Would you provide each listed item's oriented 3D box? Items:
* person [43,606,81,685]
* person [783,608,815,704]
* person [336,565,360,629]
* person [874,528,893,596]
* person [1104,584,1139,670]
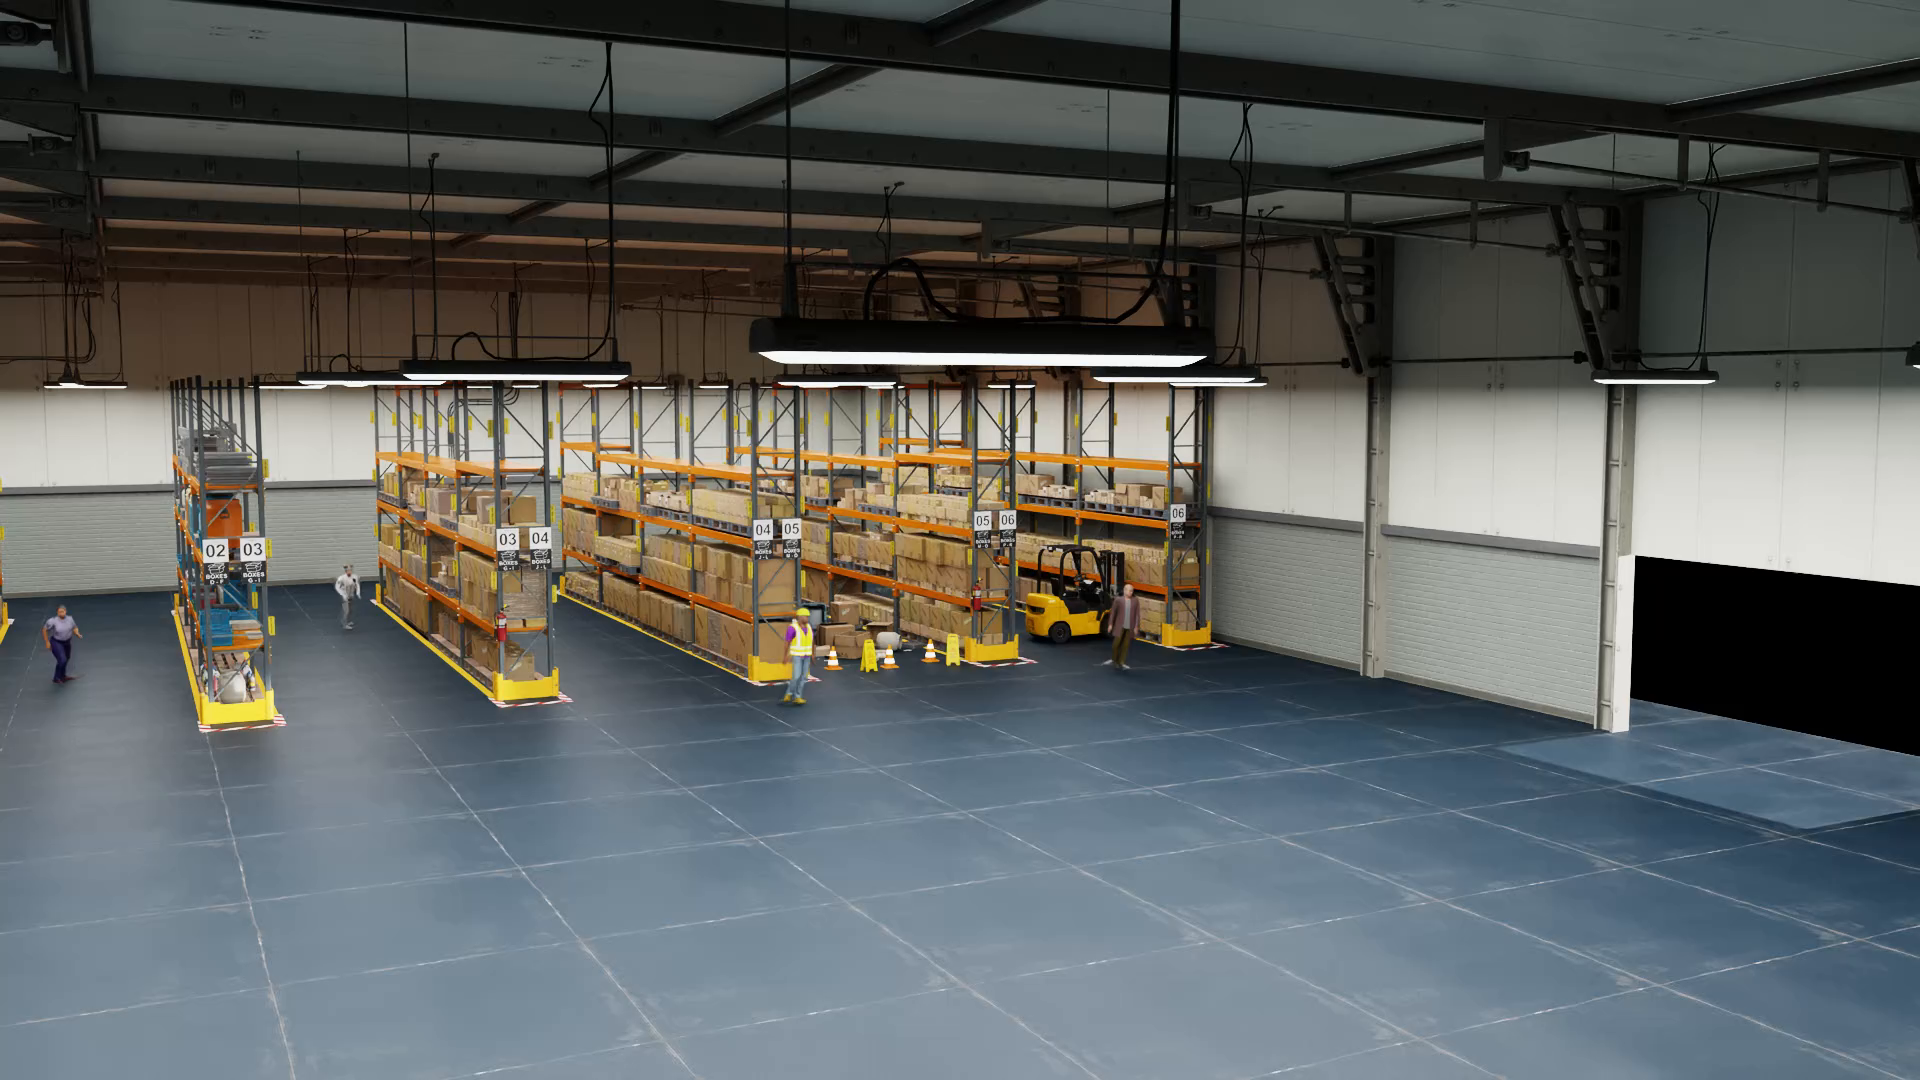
[{"bbox_3d":[-17.612,2.074,32.701,0.803,1.623,0.635,2,5,18],"label":"person"},{"bbox_3d":[-2.952,2.126,30.486,0.635,1.750,0.446,-5,7,-42],"label":"person"},{"bbox_3d":[-14.840,1.360,40.209,0.795,1.581,0.596,5,7,42],"label":"person"},{"bbox_3d":[-2.035,0.586,44.603,0.670,1.816,0.940,-3,6,-29],"label":"person"},{"bbox_3d":[3.340,1.892,34.277,0.691,1.563,0.526,-1,5,-13],"label":"person"}]
